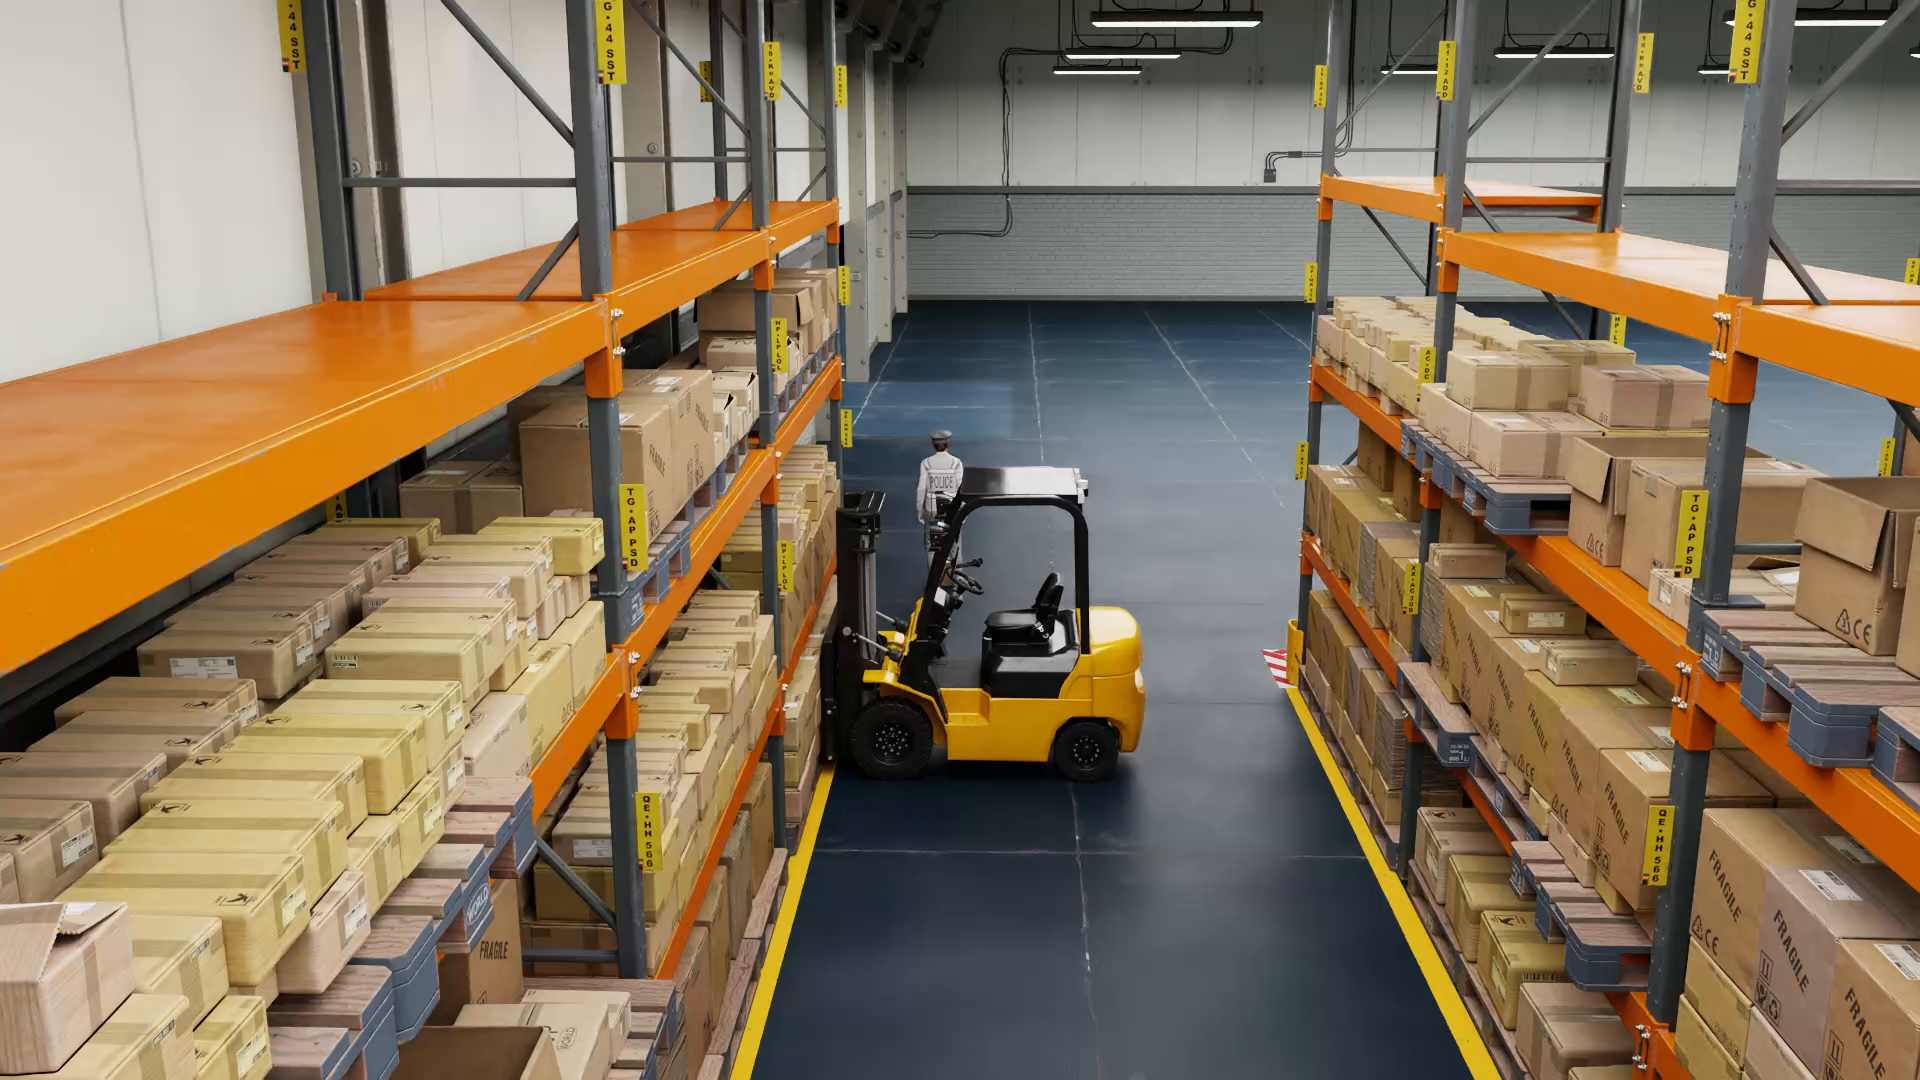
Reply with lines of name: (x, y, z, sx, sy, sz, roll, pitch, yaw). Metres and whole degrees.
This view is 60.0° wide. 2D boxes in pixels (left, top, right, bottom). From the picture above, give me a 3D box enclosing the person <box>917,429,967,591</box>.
person: (-0.182, -0.296, 17.176, 0.529, 1.664, 0.375, 0, 14, 1)
